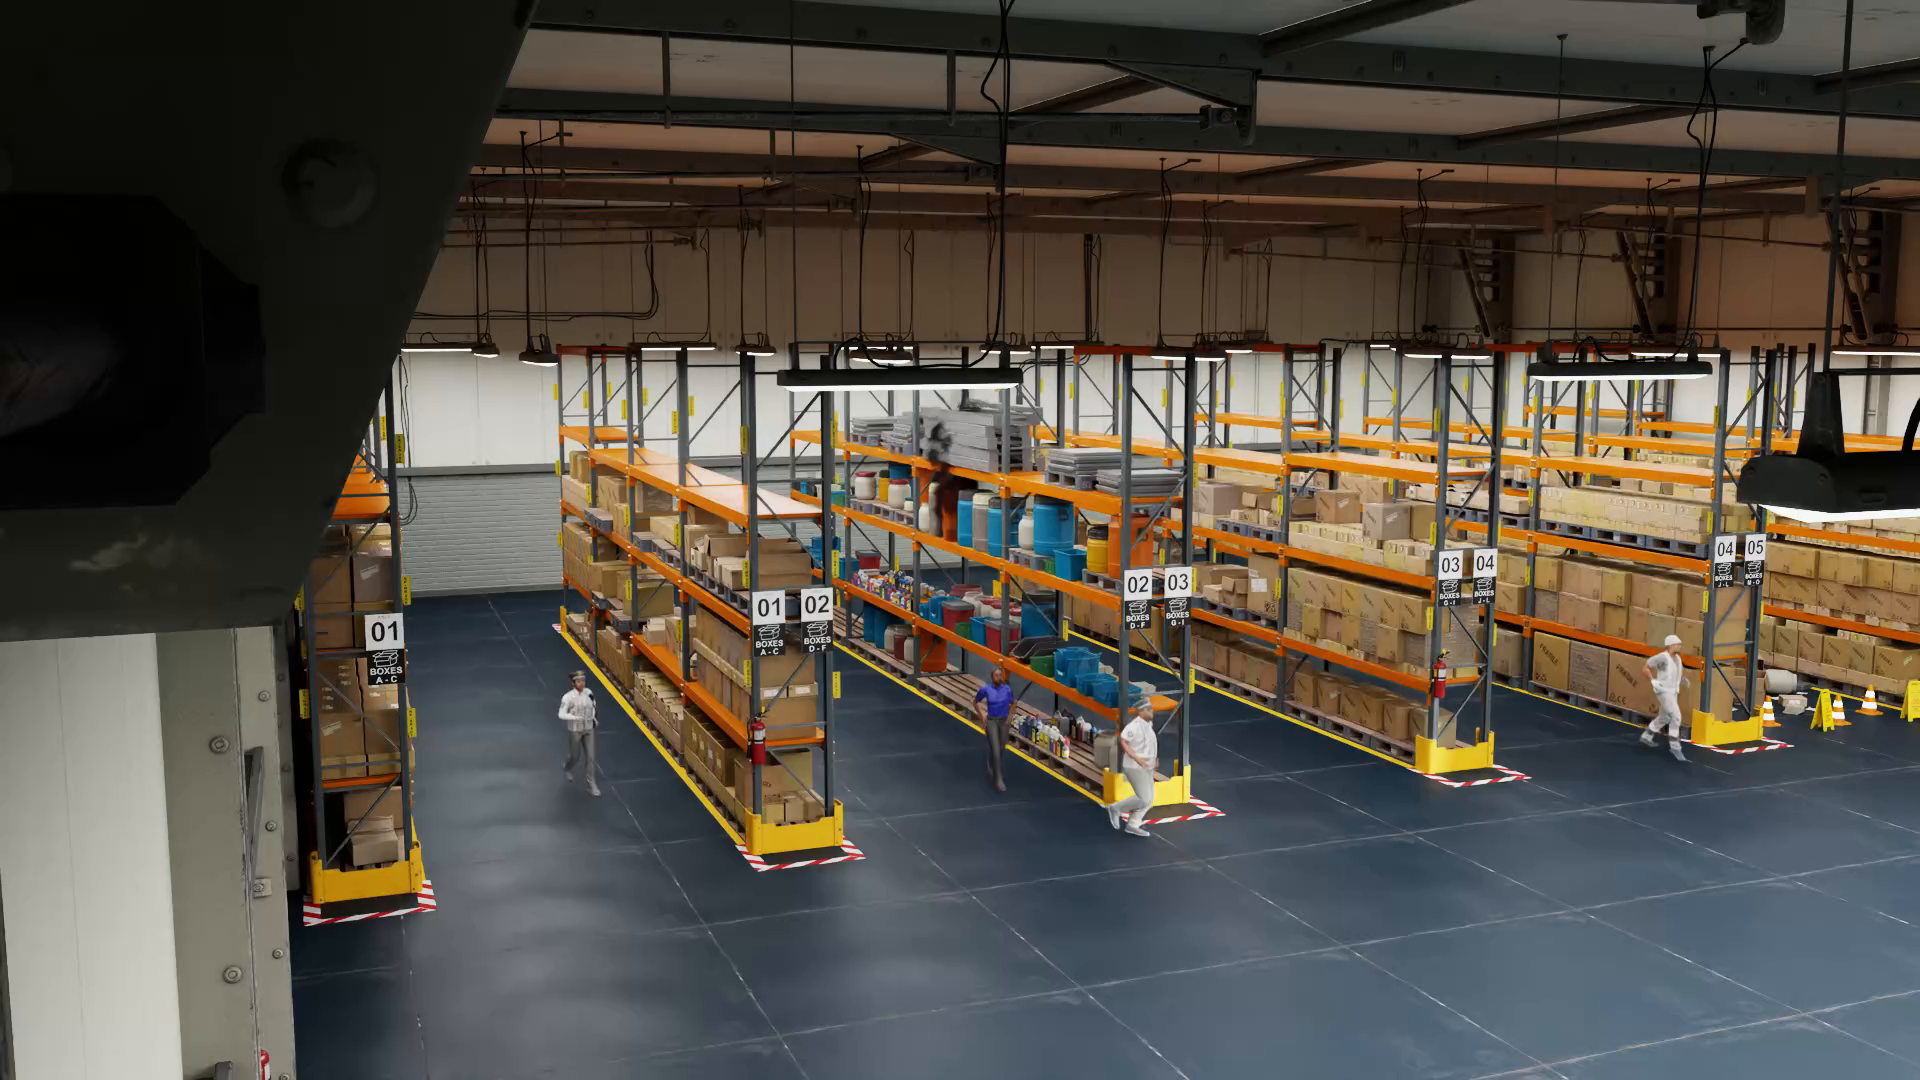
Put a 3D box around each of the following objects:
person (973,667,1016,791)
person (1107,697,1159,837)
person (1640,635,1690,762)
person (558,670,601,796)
[{"bbox_3d":[0.497,2.586,23.162,0.596,1.662,0.838,-3,8,-19],"label":"person"},{"bbox_3d":[2.217,2.829,20.951,0.573,1.739,0.681,3,8,25],"label":"person"},{"bbox_3d":[10.556,2.311,24.754,0.665,1.817,0.878,-6,9,-37],"label":"person"},{"bbox_3d":[-5.163,2.588,22.660,0.617,1.667,0.958,-5,9,-36],"label":"person"}]
